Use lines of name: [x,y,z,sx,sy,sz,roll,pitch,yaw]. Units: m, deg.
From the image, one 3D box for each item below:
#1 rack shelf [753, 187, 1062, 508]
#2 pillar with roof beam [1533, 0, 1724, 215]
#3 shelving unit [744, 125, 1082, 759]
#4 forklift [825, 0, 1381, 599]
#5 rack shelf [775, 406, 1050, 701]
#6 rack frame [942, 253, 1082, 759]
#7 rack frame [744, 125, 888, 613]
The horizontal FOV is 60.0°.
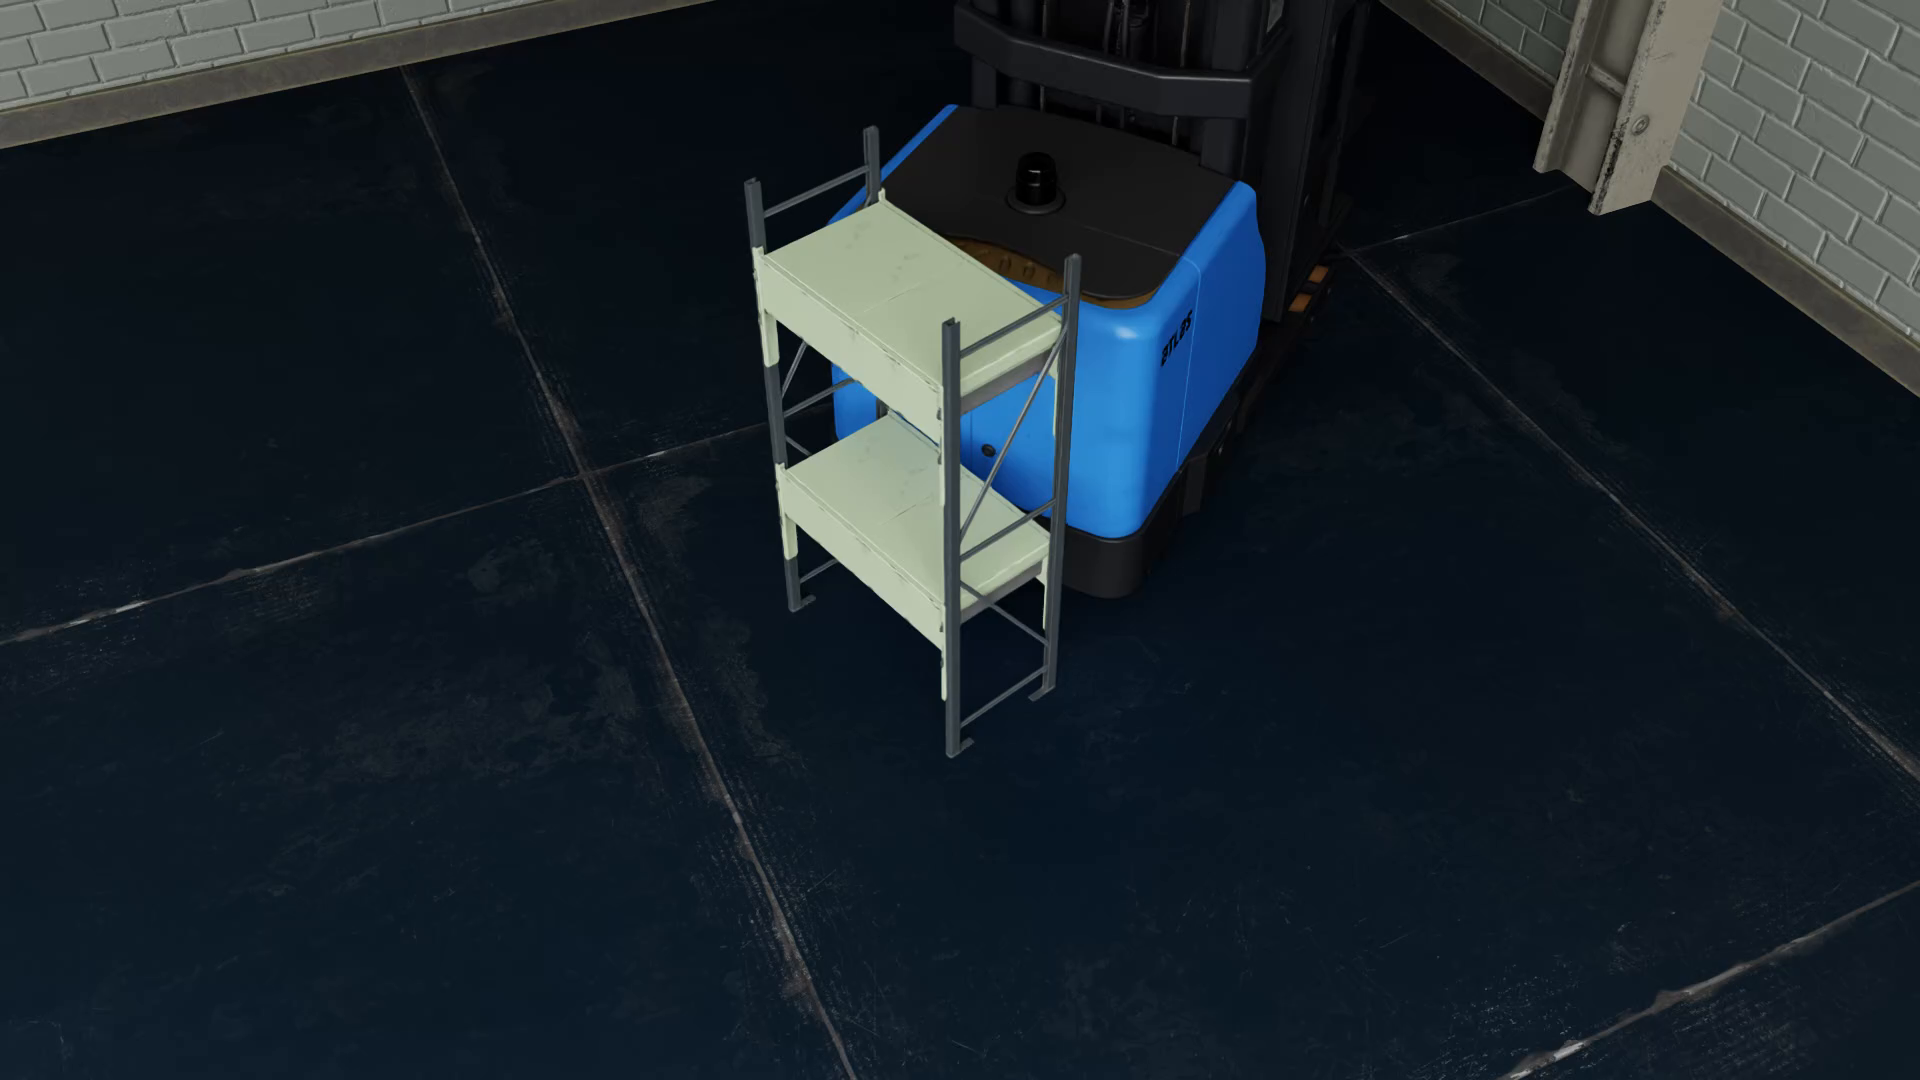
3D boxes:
rack shelf: [-0.121,-0.493,4.126,0.431,0.370,0.720,-31,53,-28]
pillar with roof beam: [-1.347,-3.379,2.267,9.100,9.000,0.400,-18,47,-17]
shelving unit: [-0.121,-0.215,4.400,0.431,1.500,0.755,-31,53,-28]
forklift: [0.726,-1.903,5.092,1.130,2.935,3.031,20,48,19]
rack shelf: [-0.121,0.017,4.629,0.431,0.370,0.720,-31,53,-28]
rack frame: [0.119,-0.021,4.203,0.400,1.500,0.023,-31,53,-28]
rack frame: [-0.361,-0.409,4.597,0.400,1.500,0.023,-31,53,-28]
